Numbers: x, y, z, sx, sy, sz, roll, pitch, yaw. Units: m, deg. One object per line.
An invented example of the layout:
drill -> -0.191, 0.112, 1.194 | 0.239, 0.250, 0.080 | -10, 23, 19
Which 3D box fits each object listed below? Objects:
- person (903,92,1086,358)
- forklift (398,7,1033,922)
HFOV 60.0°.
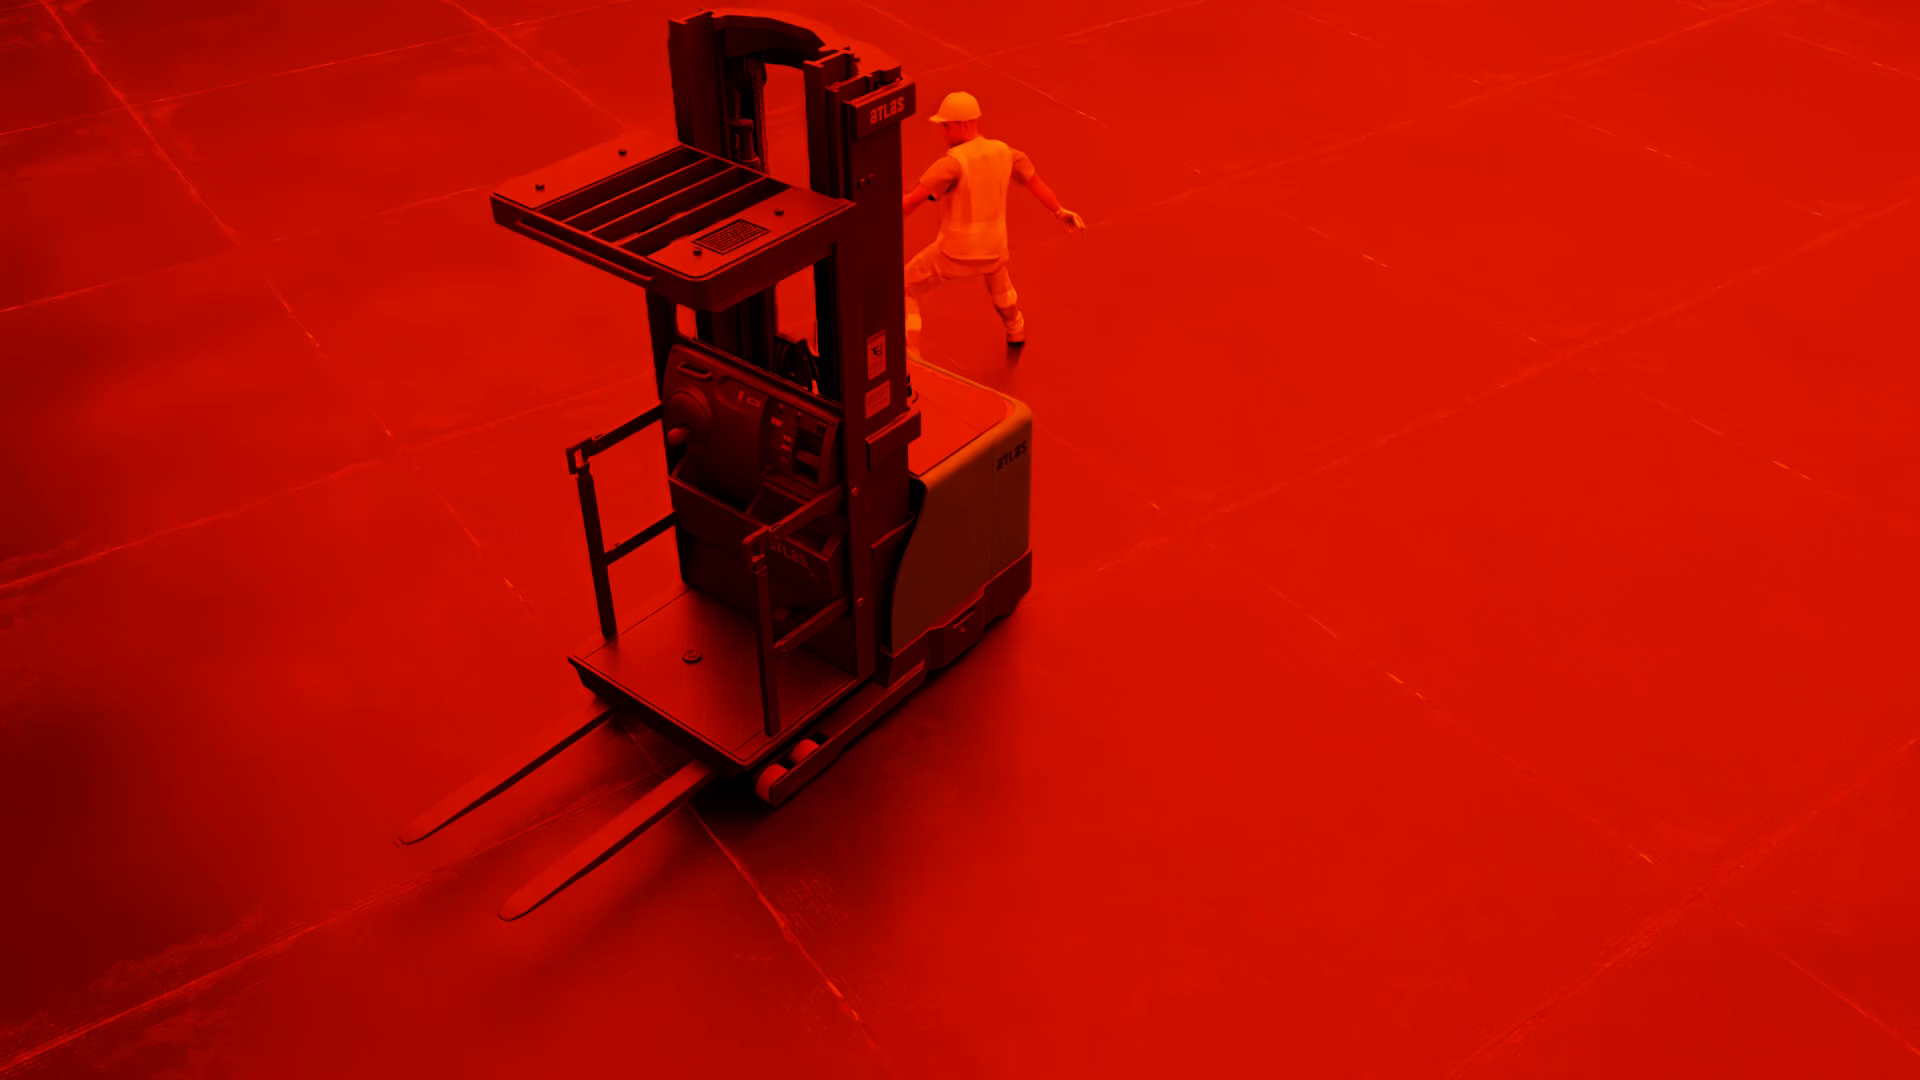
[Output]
person -> 0.097, -1.692, 9.399 | 1.200, 1.684, 0.560 | -18, 40, -22
forklift -> -0.976, -0.415, 6.505 | 1.130, 2.935, 3.031 | 26, 44, 30
